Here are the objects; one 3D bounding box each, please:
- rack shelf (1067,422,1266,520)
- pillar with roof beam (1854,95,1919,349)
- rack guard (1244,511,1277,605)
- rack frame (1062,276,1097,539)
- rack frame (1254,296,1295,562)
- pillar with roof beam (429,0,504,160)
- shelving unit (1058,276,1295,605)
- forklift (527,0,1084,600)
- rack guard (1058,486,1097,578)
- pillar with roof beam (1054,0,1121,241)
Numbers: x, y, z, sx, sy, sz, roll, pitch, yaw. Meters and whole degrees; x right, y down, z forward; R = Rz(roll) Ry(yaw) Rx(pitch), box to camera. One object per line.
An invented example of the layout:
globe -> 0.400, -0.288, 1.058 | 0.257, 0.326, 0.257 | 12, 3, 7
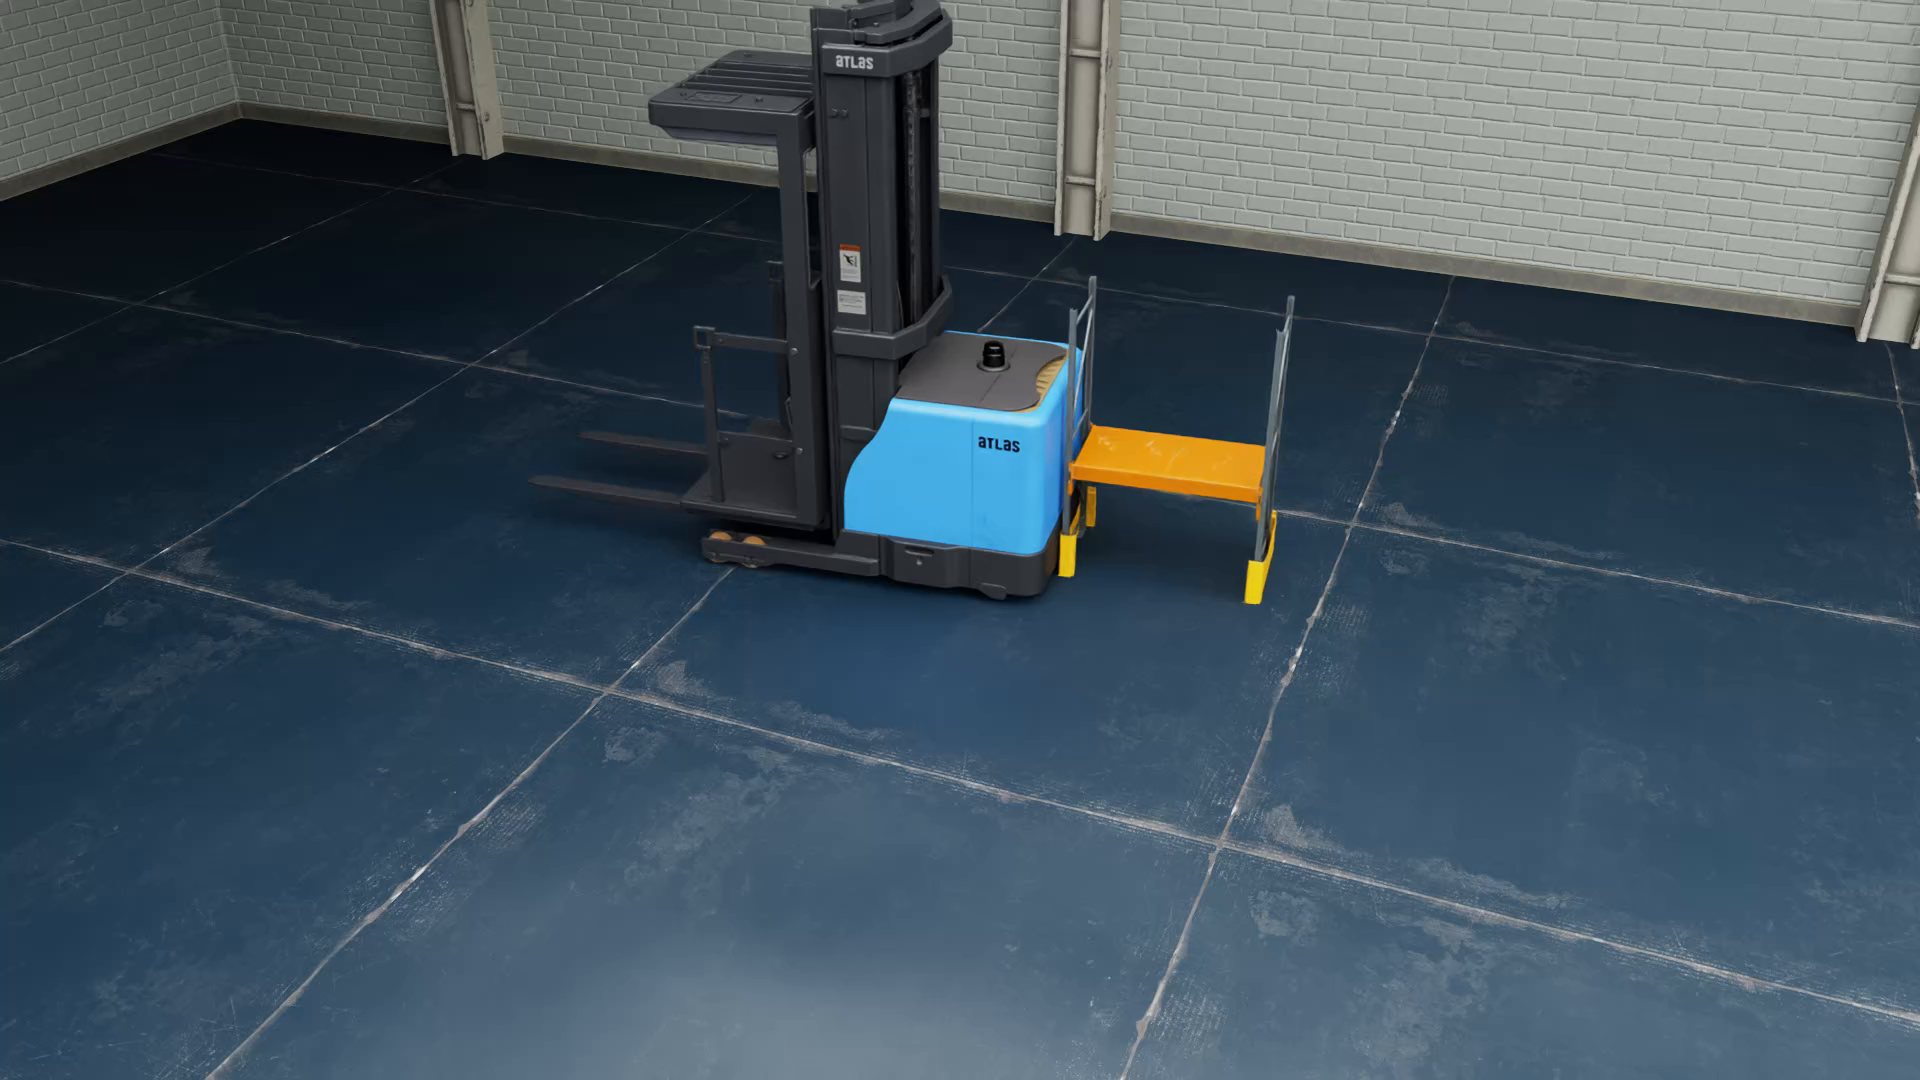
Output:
rack shelf -> 1.114, -0.371, 8.747 | 1.000, 0.185, 0.538 | 8, 30, 14
pillar with roof beam -> 4.953, -3.394, 6.109 | 0.400, 9.000, 9.100 | 11, 31, 19
rack guard -> 1.601, 0.086, 8.844 | 0.087, 0.250, 0.587 | 8, 30, 14
rack frame -> 0.625, -0.597, 8.781 | 0.032, 1.500, 0.500 | 8, 30, 14
rack frame -> 1.602, -0.458, 8.536 | 0.032, 1.500, 0.500 | 8, 30, 14
pillar with roof beam -> -6.166, -5.614, 10.037 | 0.400, 9.000, 9.100 | 11, 31, 19
shelving unit -> 1.122, -0.526, 8.657 | 1.083, 1.500, 0.587 | 8, 30, 14
forklift -> -0.898, -1.364, 8.685 | 3.031, 2.935, 1.130 | 8, 30, 14
rack guard -> 0.644, -0.050, 9.084 | 0.087, 0.250, 0.587 | 8, 30, 14
pillar with roof beam -> -0.606, -4.504, 8.073 | 0.400, 9.000, 9.100 | 11, 31, 19
